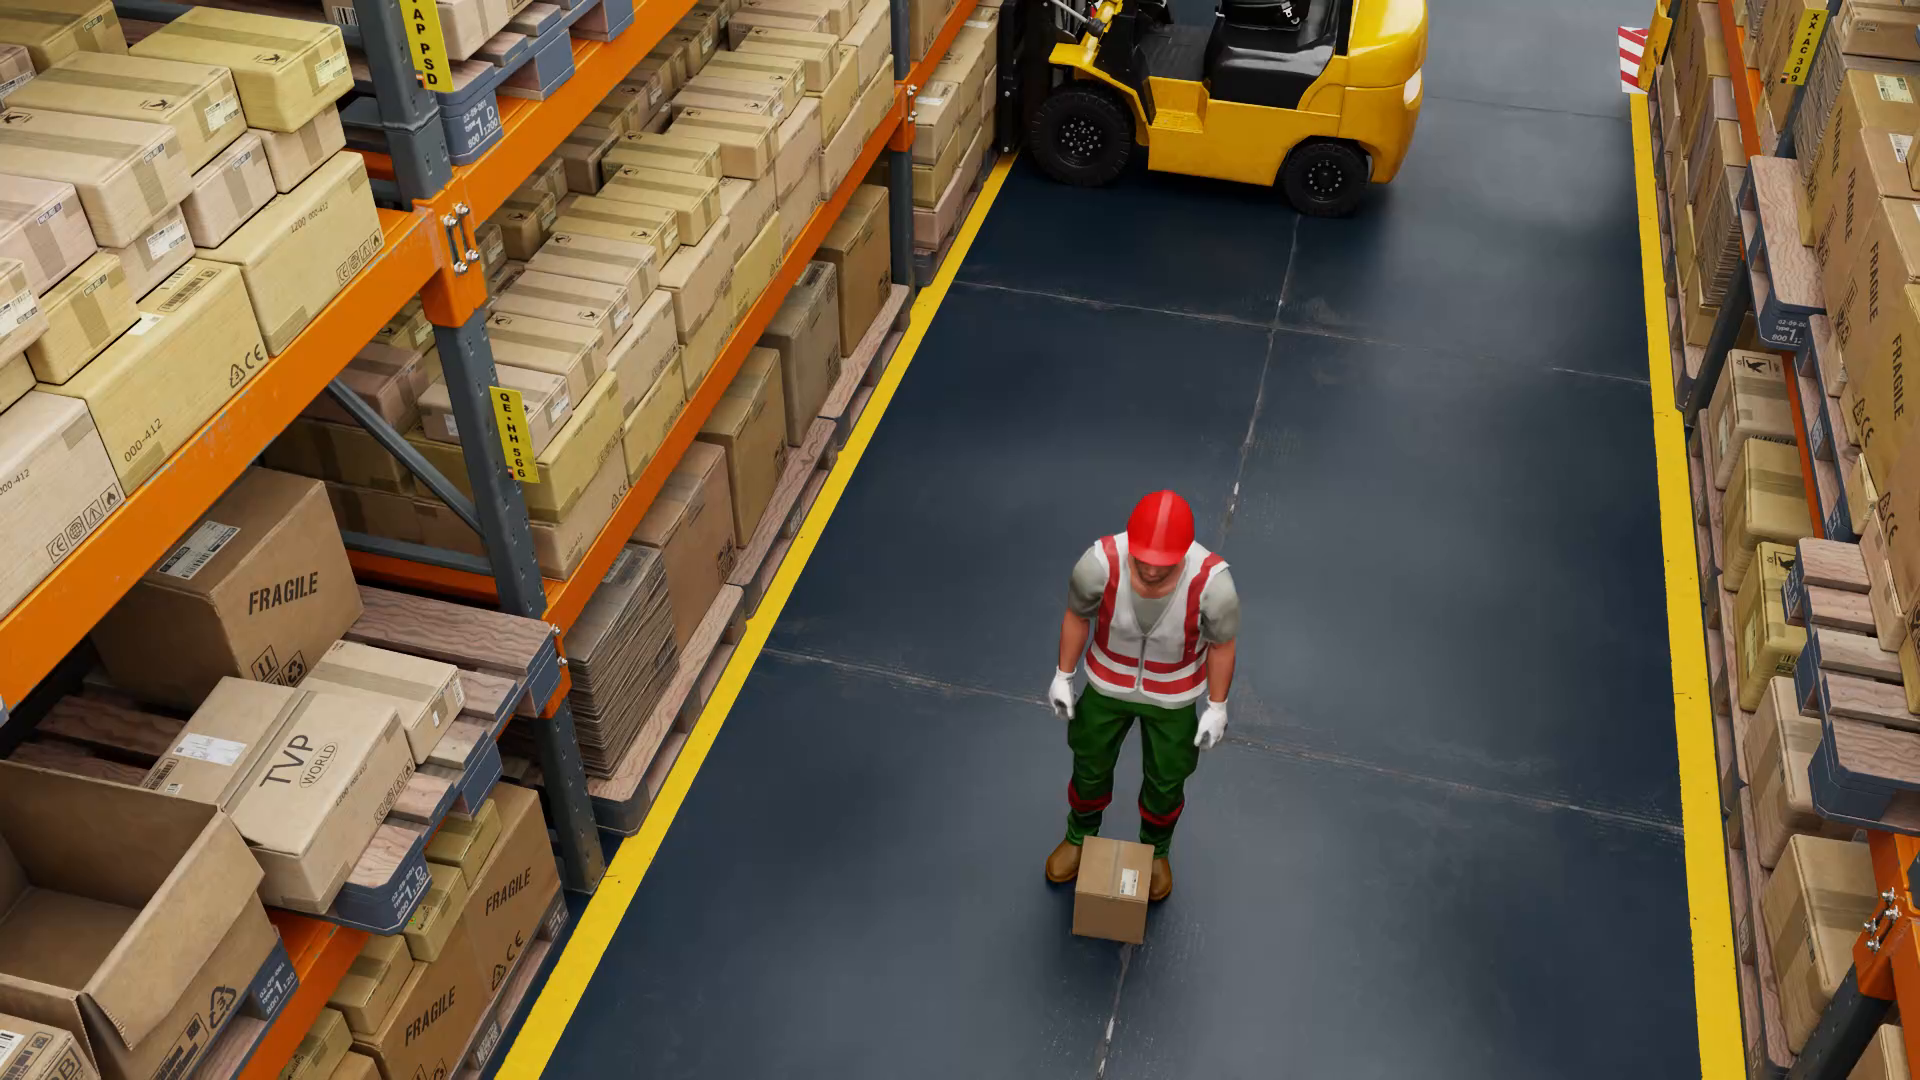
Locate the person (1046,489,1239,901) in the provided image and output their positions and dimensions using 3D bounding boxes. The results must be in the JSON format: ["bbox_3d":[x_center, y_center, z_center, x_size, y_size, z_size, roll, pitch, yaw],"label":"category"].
[{"bbox_3d":[0.600,0.514,5.547,0.608,1.780,0.448,10,42,12],"label":"person"}]
